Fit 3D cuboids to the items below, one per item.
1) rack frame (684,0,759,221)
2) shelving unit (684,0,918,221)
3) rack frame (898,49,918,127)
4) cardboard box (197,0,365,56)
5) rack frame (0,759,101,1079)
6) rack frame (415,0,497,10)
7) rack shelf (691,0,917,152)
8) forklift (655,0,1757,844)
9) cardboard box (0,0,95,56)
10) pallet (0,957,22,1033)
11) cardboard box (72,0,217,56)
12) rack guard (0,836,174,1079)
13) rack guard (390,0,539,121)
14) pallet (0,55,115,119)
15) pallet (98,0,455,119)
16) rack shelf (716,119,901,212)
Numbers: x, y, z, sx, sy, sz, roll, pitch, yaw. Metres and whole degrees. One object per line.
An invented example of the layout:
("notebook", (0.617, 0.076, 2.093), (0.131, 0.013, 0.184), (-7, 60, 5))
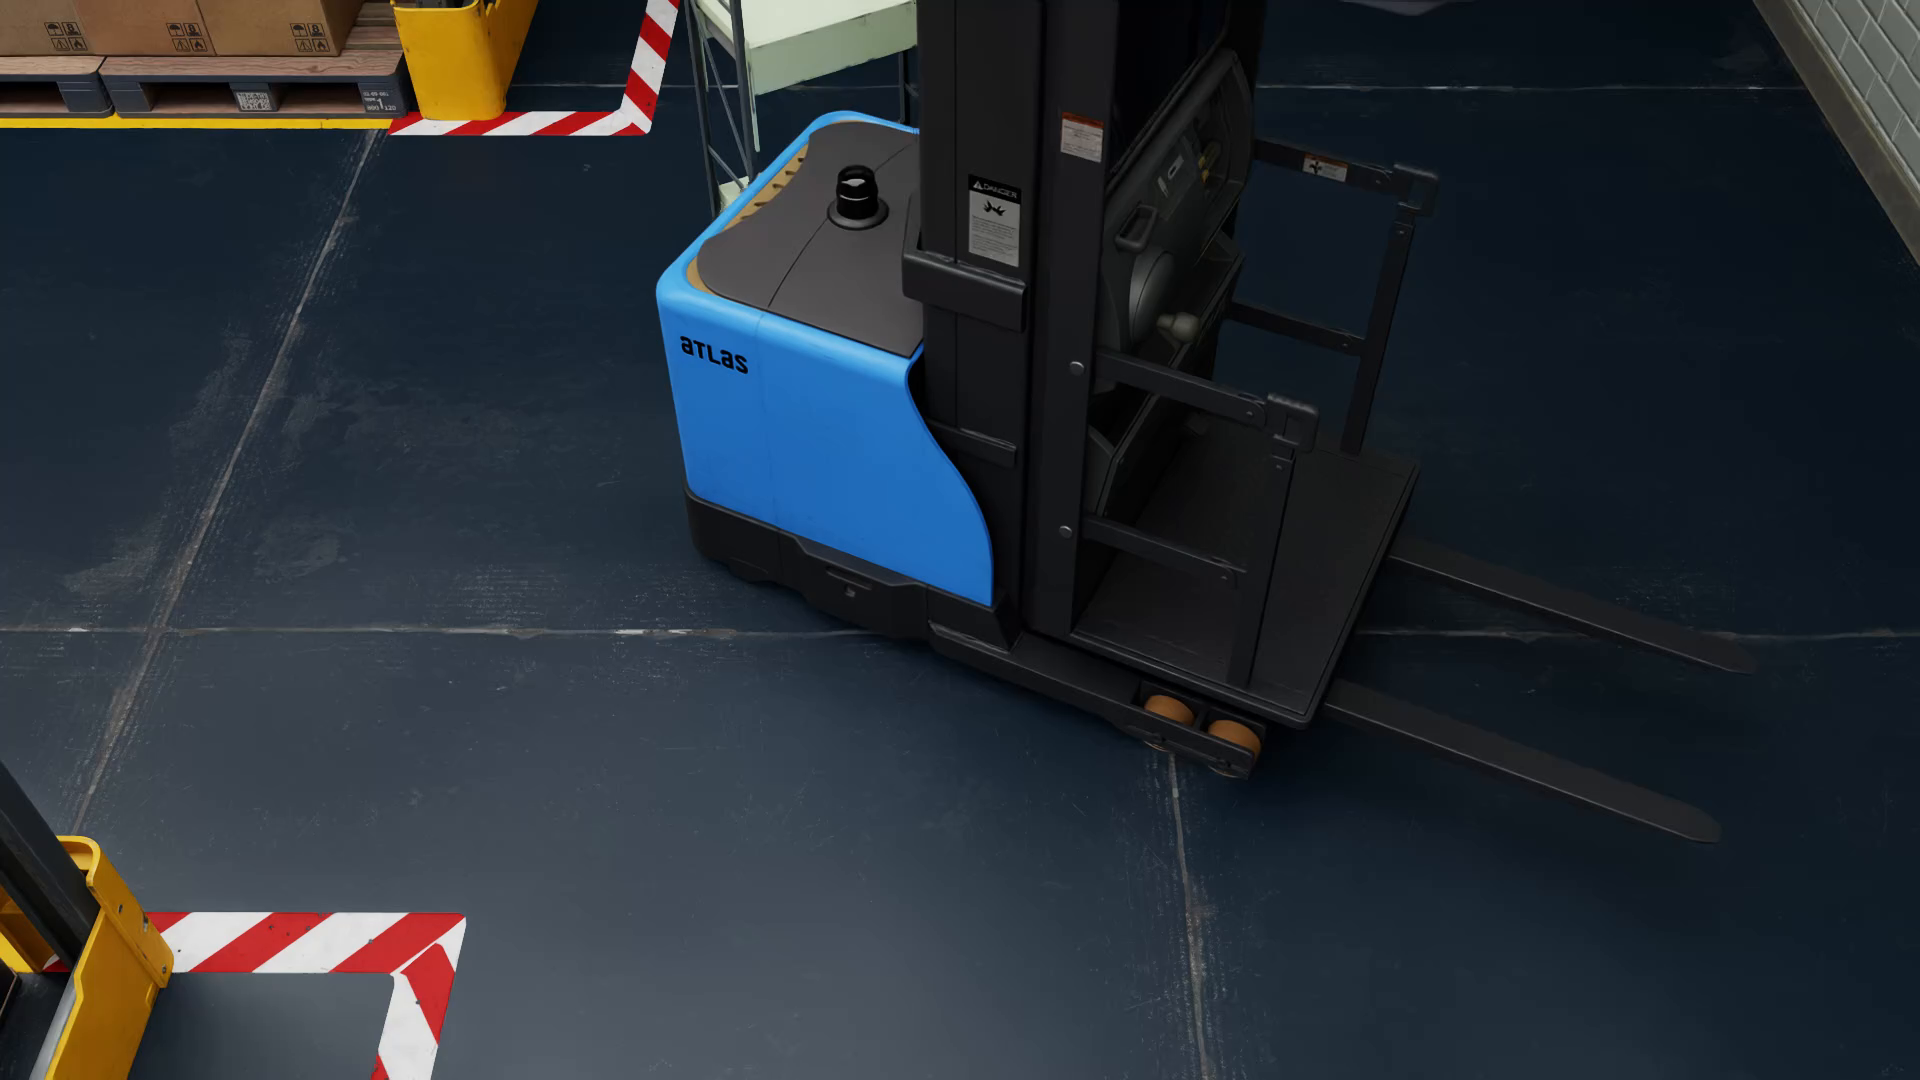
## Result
("rack frame", (-0.727, -1.161, 5.306), (0.023, 1.500, 0.400), (-23, 51, -20))
("shelving unit", (-0.412, -1.297, 5.433), (0.755, 1.500, 0.431), (-23, 51, -20))
("rack frame", (-0.097, -1.434, 5.560), (0.023, 1.500, 0.400), (-23, 51, -20))
("cardboard box", (-2.789, -2.401, 6.856), (0.500, 0.500, 0.700), (0, 47, 0))
("rack frame", (-2.104, 0.445, 2.786), (0.127, 3.000, 1.000), (0, 47, 0))
("rack frame", (-2.089, -3.181, 6.161), (0.127, 3.000, 1.000), (0, 47, 0))
("rack shelf", (-0.412, -1.563, 5.147), (0.720, 0.370, 0.431), (-23, 51, -20))
("forklift", (0.719, -0.786, 3.980), (3.031, 2.935, 1.130), (20, 50, 18))
("cardboard box", (-3.793, -2.403, 6.858), (0.500, 0.500, 0.700), (-1, 47, -1))
("pallet", (-2.977, 1.394, 3.809), (1.213, 0.211, 1.003), (0, 47, 0))
("cardboard box", (-3.290, -2.402, 6.858), (0.500, 0.500, 0.700), (0, 47, 0))
("rack guard", (-2.180, 1.297, 3.702), (0.348, 0.500, 1.175), (0, 47, 0))
("rack guard", (-2.065, -2.329, 7.076), (0.348, 0.500, 1.175), (0, 47, 0))
("pallet", (-4.106, -2.181, 7.136), (1.213, 0.211, 1.003), (0, 47, 0))
("pallet", (-2.889, -2.176, 7.131), (1.213, 0.211, 1.003), (0, 47, 0))
("rack shelf", (-0.412, -1.075, 5.672), (0.720, 0.370, 0.431), (-23, 51, -20))
